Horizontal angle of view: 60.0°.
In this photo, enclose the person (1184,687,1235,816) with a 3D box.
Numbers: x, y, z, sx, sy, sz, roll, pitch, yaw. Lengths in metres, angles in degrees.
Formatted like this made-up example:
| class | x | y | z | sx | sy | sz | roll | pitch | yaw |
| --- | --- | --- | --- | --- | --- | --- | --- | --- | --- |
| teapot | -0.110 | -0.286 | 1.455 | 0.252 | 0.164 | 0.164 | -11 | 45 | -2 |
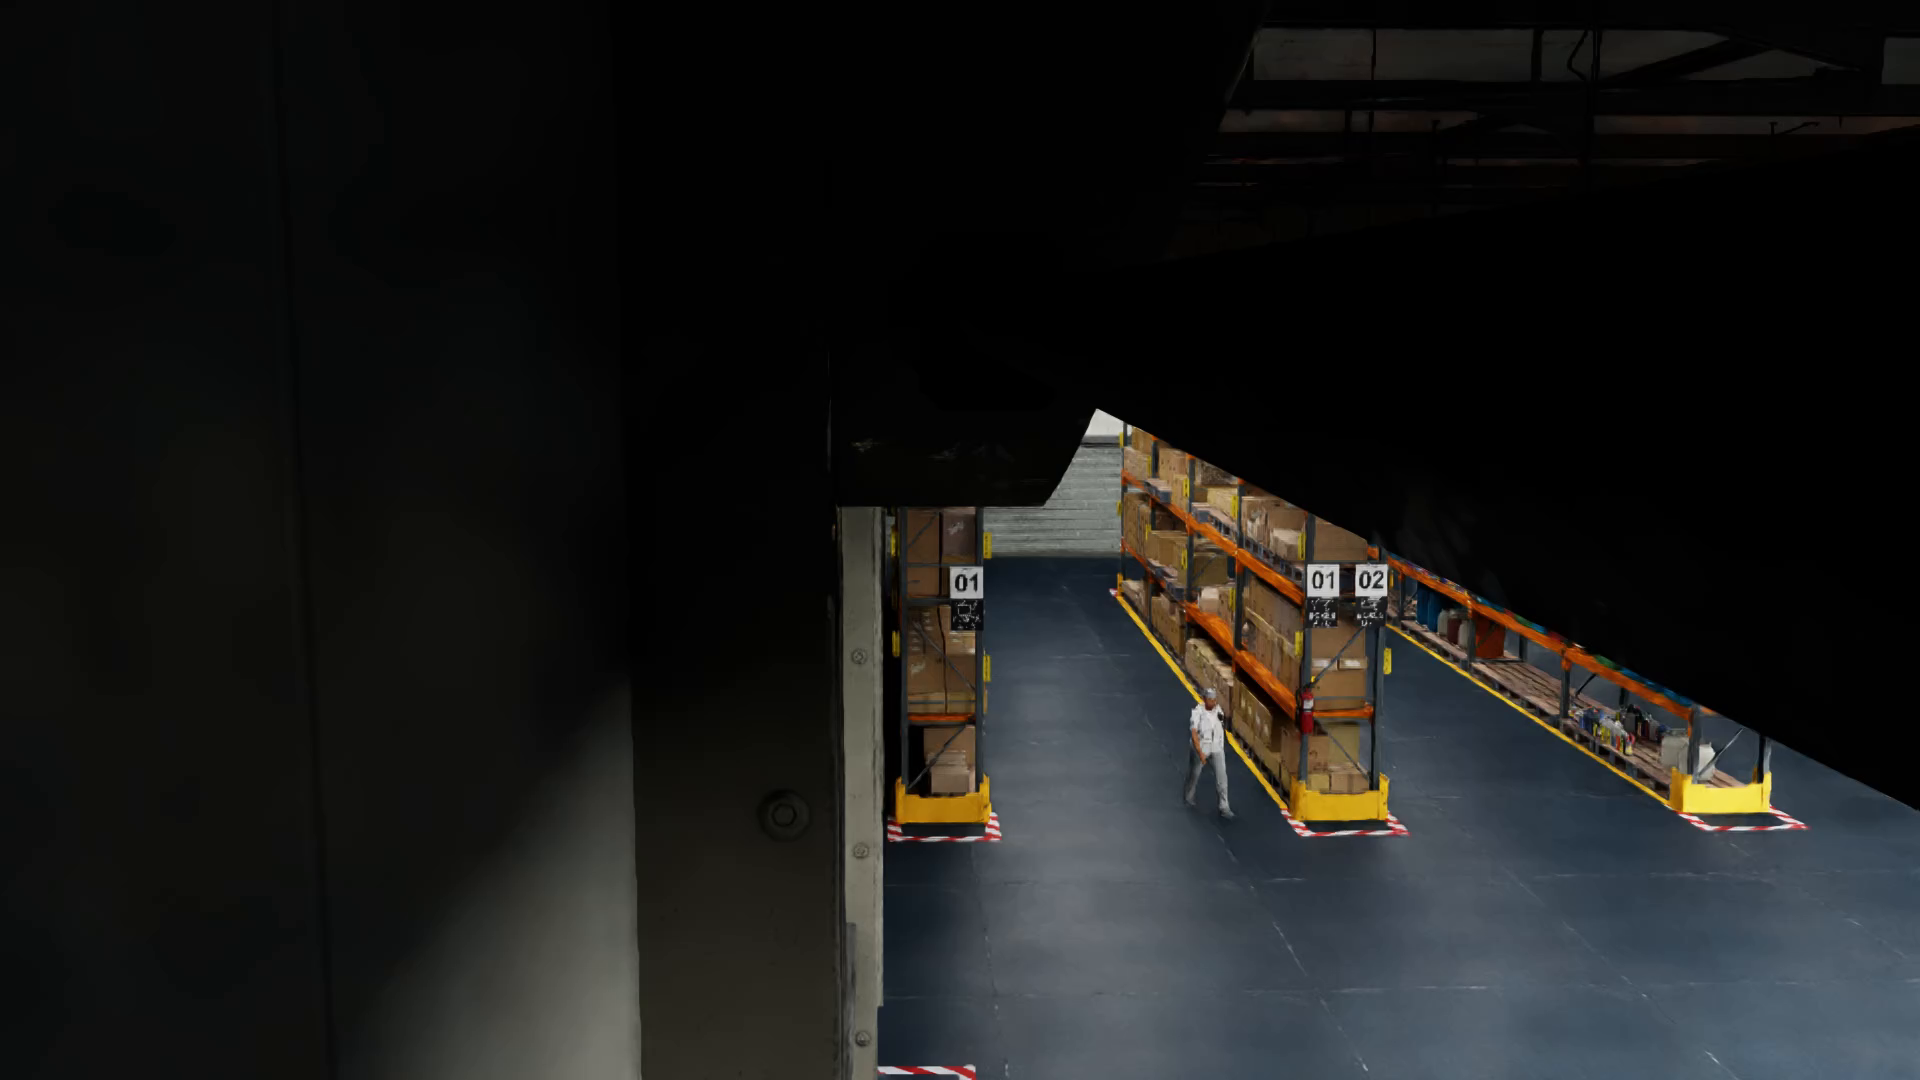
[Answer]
| class | x | y | z | sx | sy | sz | roll | pitch | yaw |
| --- | --- | --- | --- | --- | --- | --- | --- | --- | --- |
| person | 3.099 | 2.611 | 20.831 | 0.490 | 1.593 | 0.999 | -1 | 8 | -10 |
